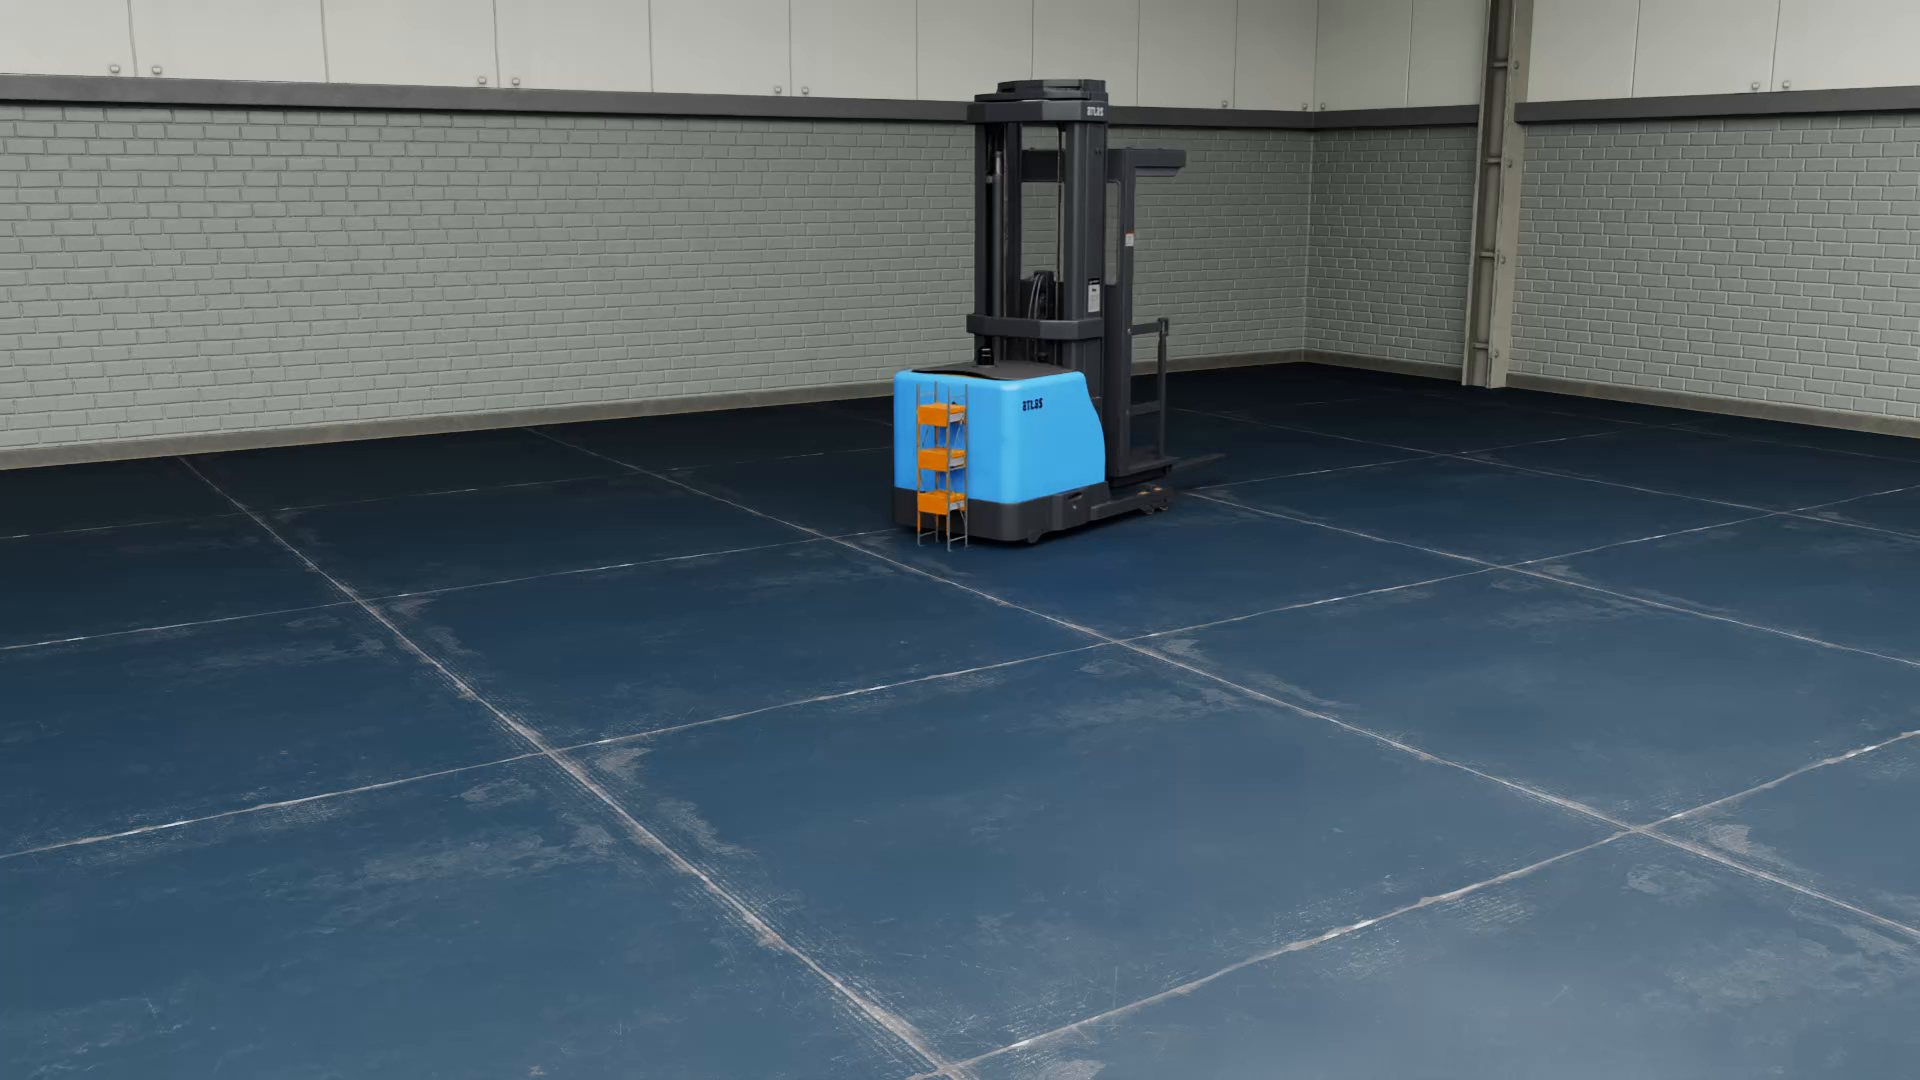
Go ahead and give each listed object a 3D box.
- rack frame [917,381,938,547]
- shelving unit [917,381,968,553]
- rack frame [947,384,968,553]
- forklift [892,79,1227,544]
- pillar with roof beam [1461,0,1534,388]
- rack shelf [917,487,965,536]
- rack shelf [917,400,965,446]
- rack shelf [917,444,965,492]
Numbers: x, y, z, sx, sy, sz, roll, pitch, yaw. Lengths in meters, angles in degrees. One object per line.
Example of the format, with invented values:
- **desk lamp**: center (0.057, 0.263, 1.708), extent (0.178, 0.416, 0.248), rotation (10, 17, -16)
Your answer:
- **rack frame**: center (-0.208, -0.483, 10.612), extent (0.008, 1.050, 0.200), rotation (9, 15, 37)
- **shelving unit**: center (-0.111, -0.467, 10.539), extent (0.252, 1.050, 0.215), rotation (9, 15, 37)
- **rack frame**: center (-0.015, -0.451, 10.466), extent (0.008, 1.050, 0.200), rotation (9, 15, 37)
- **forklift**: center (0.861, -1.667, 11.624), extent (1.130, 2.935, 3.031), rotation (10, 16, 38)
- **pillar with roof beam**: center (2.364, -5.639, 15.582), extent (9.100, 9.000, 0.400), rotation (-8, 15, -33)
- **rack shelf**: center (-0.111, -0.185, 10.601), extent (0.240, 0.259, 0.215), rotation (9, 15, 37)
- **rack shelf**: center (-0.111, -0.734, 10.481), extent (0.240, 0.259, 0.215), rotation (9, 15, 37)
- **rack shelf**: center (-0.111, -0.456, 10.541), extent (0.240, 0.259, 0.215), rotation (9, 15, 37)
